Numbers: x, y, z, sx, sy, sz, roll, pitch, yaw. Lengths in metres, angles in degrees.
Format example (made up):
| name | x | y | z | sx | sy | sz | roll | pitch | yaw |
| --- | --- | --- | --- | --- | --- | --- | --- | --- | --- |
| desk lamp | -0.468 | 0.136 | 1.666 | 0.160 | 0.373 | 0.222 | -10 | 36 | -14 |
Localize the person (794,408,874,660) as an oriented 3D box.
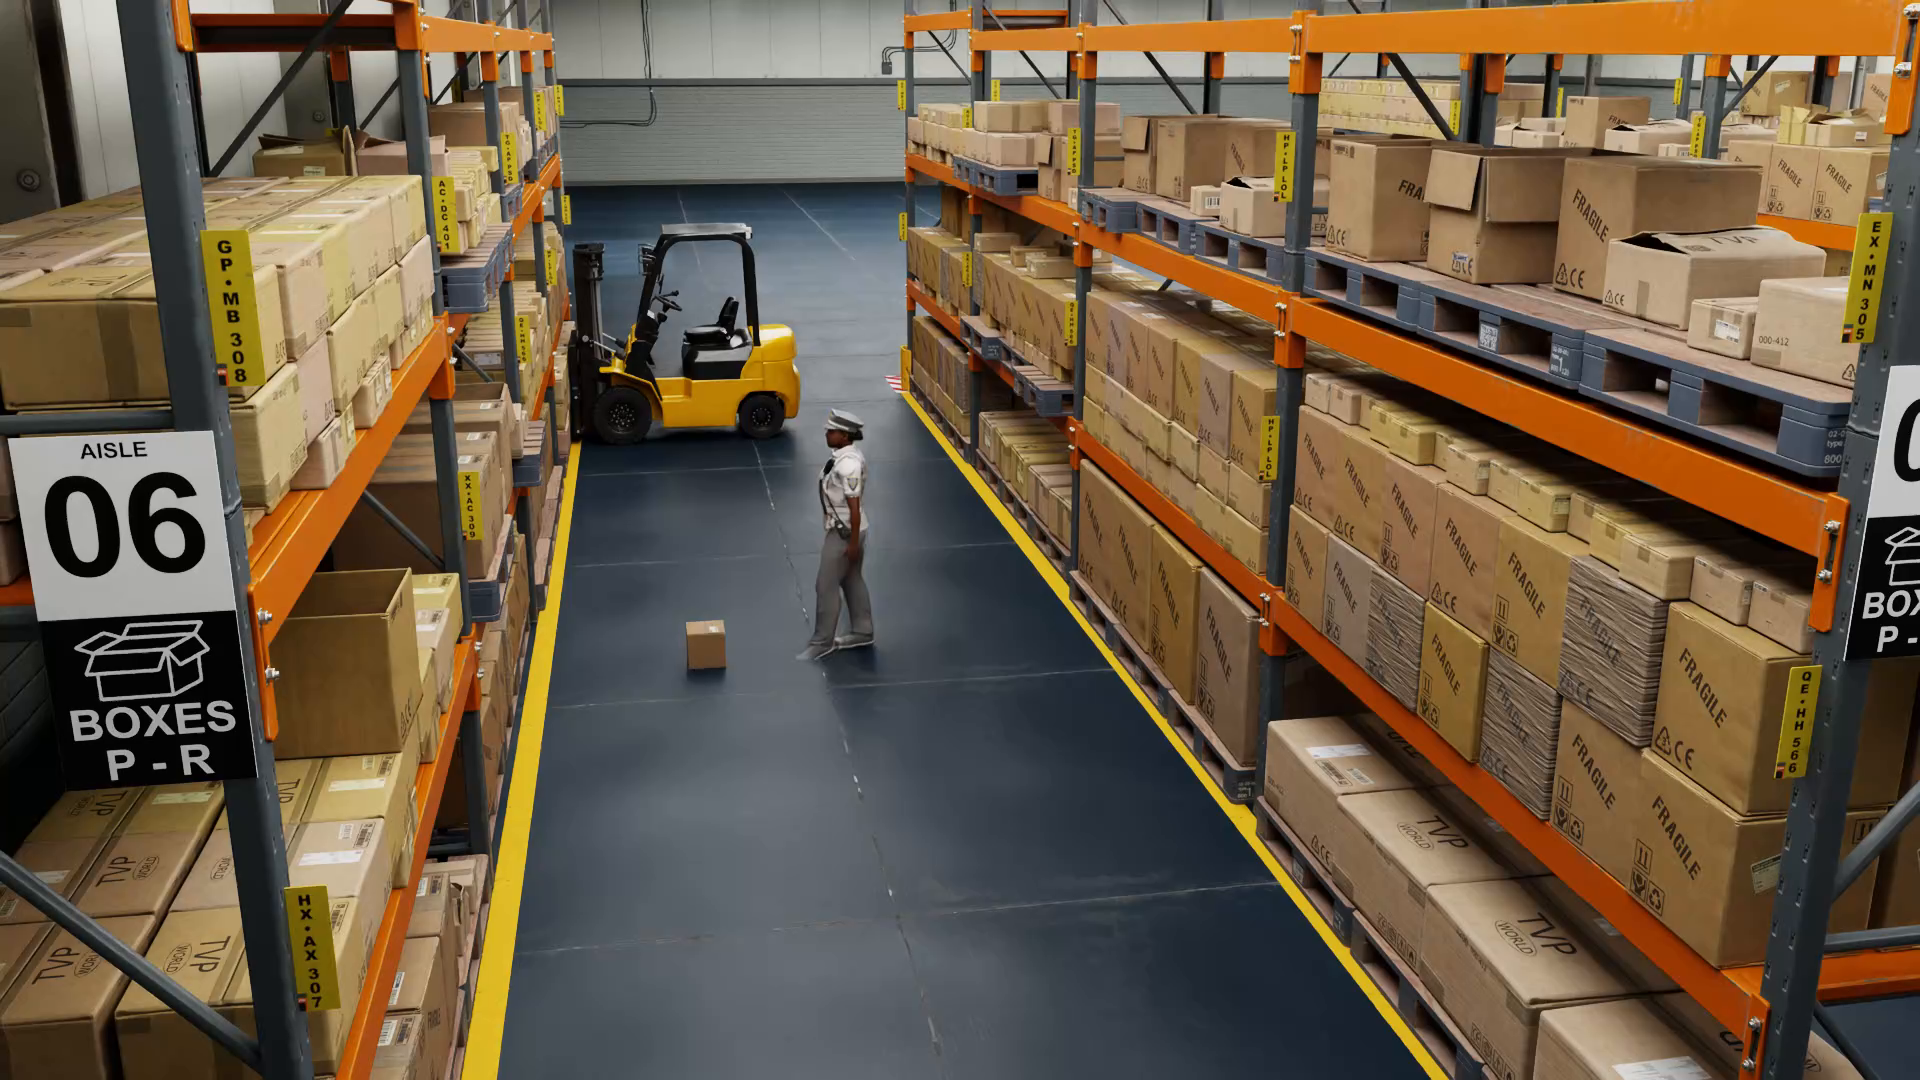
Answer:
| name | x | y | z | sx | sy | sz | roll | pitch | yaw |
| --- | --- | --- | --- | --- | --- | --- | --- | --- | --- |
| person | -0.862 | -0.029 | 11.156 | 0.560 | 1.741 | 0.462 | -2 | 17 | -6 |
